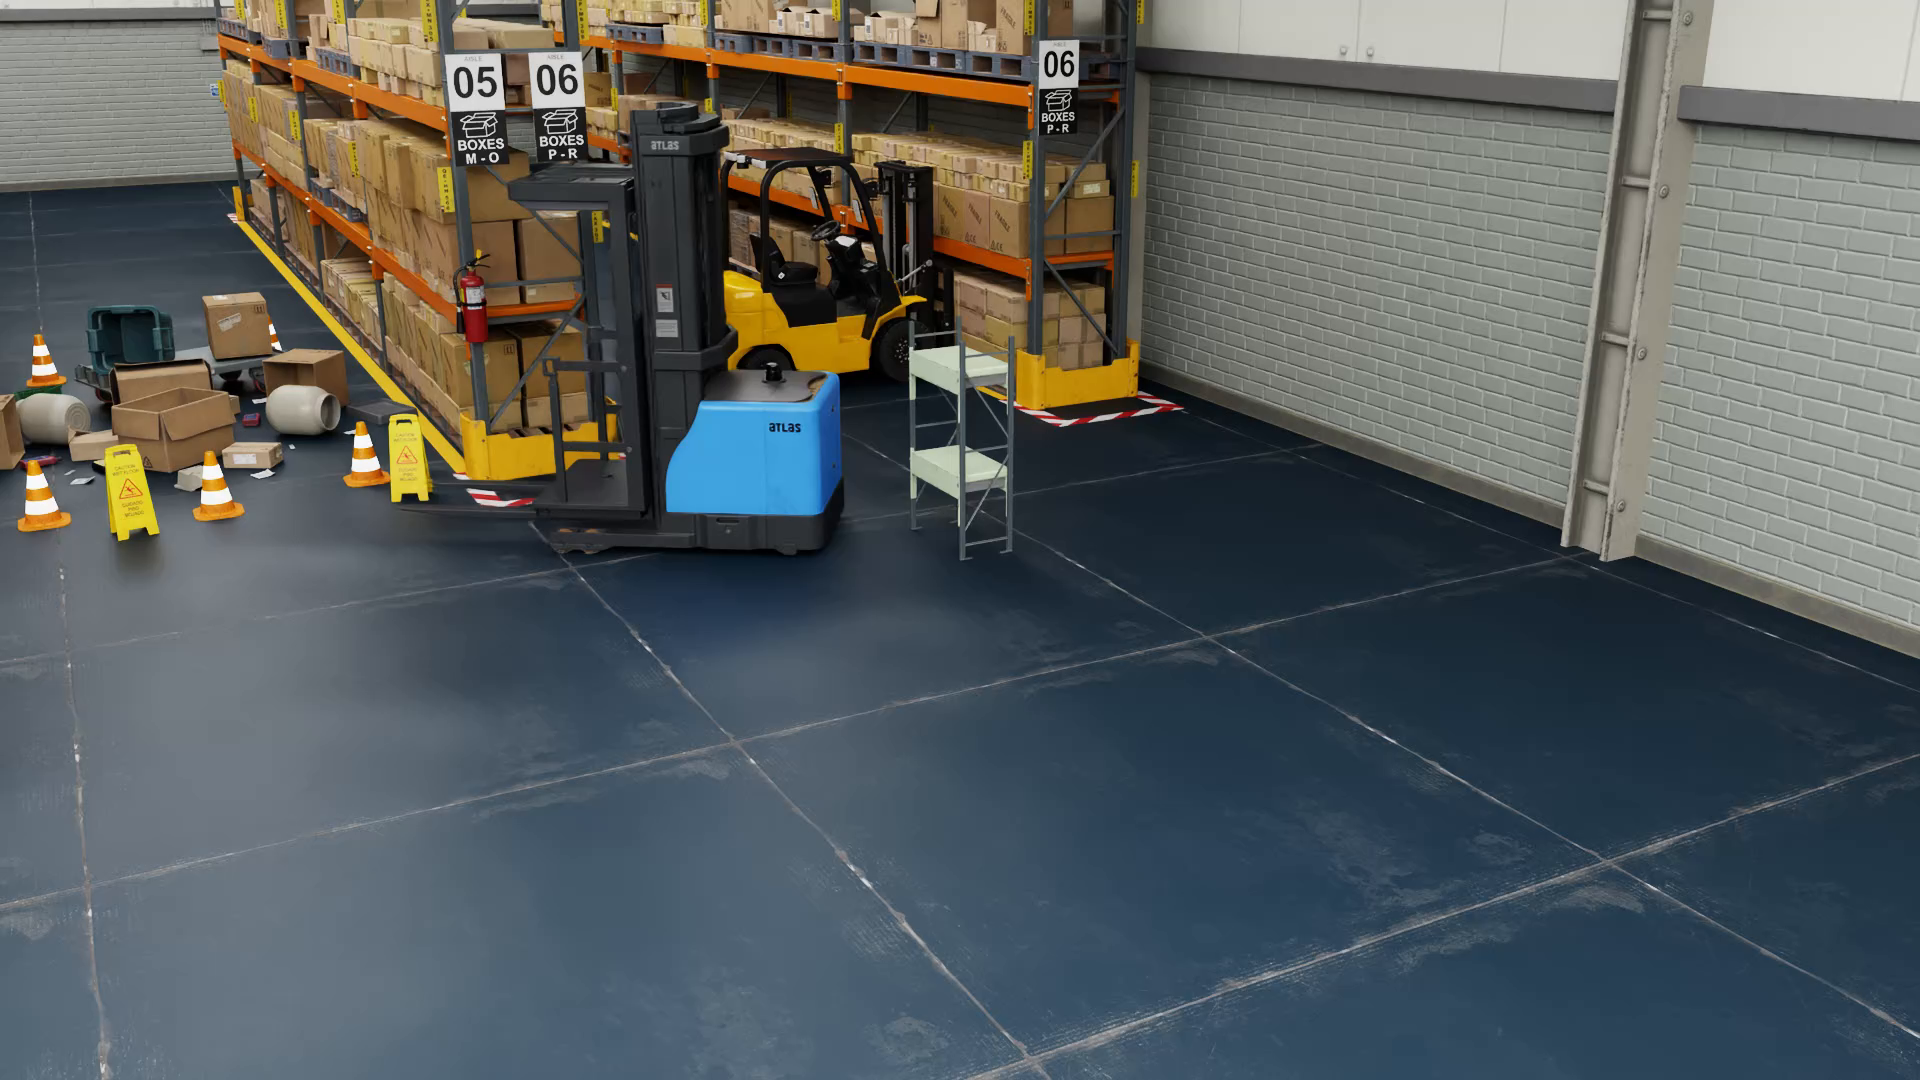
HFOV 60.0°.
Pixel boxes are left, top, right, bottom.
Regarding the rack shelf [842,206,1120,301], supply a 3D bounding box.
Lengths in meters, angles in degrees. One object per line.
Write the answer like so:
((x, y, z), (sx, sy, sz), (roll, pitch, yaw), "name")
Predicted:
((0.129, -2.968, 16.738), (1.077, 0.370, 4.000), (-10, 21, -27), "rack shelf")

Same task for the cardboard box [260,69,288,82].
((-9.443, -6.367, 22.805), (0.380, 0.149, 0.250), (-9, 21, -25), "cardboard box")

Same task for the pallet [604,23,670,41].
((-4.372, -7.310, 23.907), (1.213, 0.211, 1.003), (-10, 21, -27), "pallet")

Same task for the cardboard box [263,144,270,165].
((-9.010, -5.171, 22.249), (0.500, 0.250, 0.500), (-11, 22, -28), "cardboard box")

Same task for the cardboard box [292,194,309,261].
((-8.186, -4.180, 21.759), (0.875, 0.875, 0.875), (-9, 21, -25), "cardboard box")

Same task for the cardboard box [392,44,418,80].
((-4.257, -3.850, 13.365), (0.500, 0.250, 0.500), (-9, 21, -25), "cardboard box")

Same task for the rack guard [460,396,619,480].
((-3.324, -0.805, 13.197), (1.175, 0.500, 0.348), (-10, 21, -27), "rack guard")

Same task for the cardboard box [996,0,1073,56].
((0.654, -4.535, 14.625), (0.500, 0.500, 0.500), (-9, 21, -25), "cardboard box")

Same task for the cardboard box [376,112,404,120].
((-6.062, -4.528, 17.907), (0.380, 0.149, 0.250), (-11, 22, -29), "cardboard box")

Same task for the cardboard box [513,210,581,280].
((-3.269, -2.331, 13.179), (0.500, 0.500, 0.500), (-10, 22, -27), "cardboard box")

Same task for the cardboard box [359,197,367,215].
((-5.675, -3.297, 16.330), (0.380, 0.149, 0.250), (-10, 21, -26), "cardboard box")

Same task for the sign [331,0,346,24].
((-5.674, -4.874, 15.163), (0.100, 0.325, 0.005), (-10, 21, -27), "sign")

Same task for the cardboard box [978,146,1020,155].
((0.398, -3.807, 16.461), (0.380, 0.149, 0.250), (-10, 21, -26), "cardboard box")

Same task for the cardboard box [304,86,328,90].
((-8.301, -5.692, 21.843), (0.500, 0.500, 0.500), (-10, 21, -26), "cardboard box")

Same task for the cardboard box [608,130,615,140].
((-5.136, -6.184, 25.340), (0.380, 0.149, 0.250), (-9, 21, -25), "cardboard box")

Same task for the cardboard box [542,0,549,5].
((-6.530, -8.885, 27.191), (0.500, 0.250, 0.500), (-10, 22, -27), "cardboard box")

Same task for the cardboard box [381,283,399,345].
((-5.145, -2.155, 15.699), (0.500, 0.500, 0.500), (-9, 21, -24), "cardboard box")

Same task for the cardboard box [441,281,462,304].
((-3.872, -1.975, 13.143), (0.380, 0.149, 0.250), (-10, 22, -27), "cardboard box")

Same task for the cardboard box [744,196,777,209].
((-2.694, -4.552, 22.419), (0.380, 0.149, 0.250), (-9, 21, -24), "cardboard box")

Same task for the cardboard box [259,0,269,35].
((-8.179, -6.386, 20.143), (0.500, 0.500, 0.500), (-10, 21, -26), "cardboard box")

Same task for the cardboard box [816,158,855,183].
((-1.279, -4.149, 18.521), (0.500, 0.250, 0.500), (-10, 22, -28), "cardboard box")

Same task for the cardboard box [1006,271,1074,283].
((0.776, -2.416, 16.073), (0.500, 0.250, 0.500), (-10, 21, -27), "cardboard box")

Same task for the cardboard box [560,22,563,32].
((-6.160, -8.190, 26.554), (0.380, 0.149, 0.250), (-10, 21, -27), "cardboard box")

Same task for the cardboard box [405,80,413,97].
((-4.287, -3.695, 13.526), (0.380, 0.149, 0.250), (-11, 22, -28), "cardboard box")

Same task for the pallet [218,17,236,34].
((-10.525, -7.722, 24.949), (1.003, 0.211, 1.213), (-10, 21, -27), "pallet")

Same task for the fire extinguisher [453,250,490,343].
((-3.639, -1.824, 12.436), (0.296, 0.674, 0.183), (-10, 21, -27), "fire extinguisher")

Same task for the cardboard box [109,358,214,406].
((-6.802, -1.228, 14.210), (0.797, 0.637, 0.503), (-10, 21, -27), "cardboard box")

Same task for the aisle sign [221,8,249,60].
((-11.175, -7.762, 25.542), (0.394, 0.787, 0.004), (-10, 21, -27), "aisle sign")

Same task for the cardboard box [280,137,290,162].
((-8.049, -4.816, 20.454), (0.500, 0.250, 0.500), (-11, 22, -28), "cardboard box")

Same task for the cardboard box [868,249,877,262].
((-0.634, -2.918, 17.528), (0.500, 0.250, 0.500), (-10, 21, -27), "cardboard box")

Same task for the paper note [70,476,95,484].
((-6.827, -0.465, 12.936), (0.144, 0.017, 0.142), (-3, 19, -8), "paper note")

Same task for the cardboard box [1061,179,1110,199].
((1.146, -3.226, 15.233), (0.380, 0.149, 0.250), (-11, 22, -28), "cardboard box")

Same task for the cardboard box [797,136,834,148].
((-1.629, -4.505, 18.940), (0.380, 0.149, 0.250), (-11, 22, -28), "cardboard box")

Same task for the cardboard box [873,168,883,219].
((-0.578, -3.615, 17.356), (0.500, 0.500, 0.500), (-10, 21, -26), "cardboard box")

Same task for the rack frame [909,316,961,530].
((-0.171, -0.812, 11.686), (0.400, 1.500, 0.023), (-10, 21, -27), "rack frame")

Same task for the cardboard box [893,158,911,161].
((-0.454, -3.802, 16.903), (0.380, 0.149, 0.250), (-10, 22, -27), "cardboard box")

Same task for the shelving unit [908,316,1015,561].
((0.003, -0.707, 11.381), (0.431, 1.500, 0.755), (-10, 21, -27), "shelving unit")

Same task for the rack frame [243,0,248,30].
((-8.987, -8.245, 21.730), (1.000, 3.000, 0.127), (-10, 21, -27), "rack frame")

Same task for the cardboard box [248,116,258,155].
((-9.681, -5.697, 23.389), (0.500, 0.500, 0.500), (-11, 22, -28), "cardboard box")

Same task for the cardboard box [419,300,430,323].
((-4.372, -1.957, 14.133), (0.380, 0.149, 0.250), (-9, 21, -24), "cardboard box")

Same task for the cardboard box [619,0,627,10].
((-4.592, -7.566, 23.493), (0.380, 0.149, 0.250), (-10, 22, -28), "cardboard box")

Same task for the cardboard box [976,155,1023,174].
((0.377, -3.519, 15.627), (0.380, 0.149, 0.250), (-10, 21, -26), "cardboard box")

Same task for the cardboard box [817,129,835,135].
((-1.482, -4.815, 19.840), (0.380, 0.149, 0.250), (-10, 21, -26), "cardboard box")

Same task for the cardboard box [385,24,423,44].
((-4.466, -4.127, 13.557), (0.380, 0.149, 0.250), (-9, 21, -25), "cardboard box")

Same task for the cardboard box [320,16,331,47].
((-6.338, -5.294, 17.619), (0.797, 0.503, 0.637), (-10, 21, -27), "cardboard box")

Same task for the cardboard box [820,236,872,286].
((-1.079, -3.107, 19.032), (0.875, 0.625, 0.625), (-9, 21, -24), "cardboard box")

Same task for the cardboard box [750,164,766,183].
((-2.240, -4.503, 20.312), (0.500, 0.250, 0.500), (-11, 22, -28), "cardboard box")

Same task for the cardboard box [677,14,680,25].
((-3.540, -6.932, 22.141), (0.380, 0.149, 0.250), (-10, 21, -26), "cardboard box")

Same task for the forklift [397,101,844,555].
((-2.387, -1.459, 11.366), (3.031, 2.935, 1.130), (2, 19, 5), "forklift")

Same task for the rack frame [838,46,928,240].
((-0.821, -3.883, 18.285), (1.000, 3.000, 0.127), (-10, 21, -27), "rack frame")

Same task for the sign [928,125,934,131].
((-0.333, -4.416, 18.381), (0.100, 0.325, 0.005), (-10, 21, -27), "sign")

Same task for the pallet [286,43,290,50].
((-8.508, -6.481, 21.510), (0.805, 0.209, 1.217), (-11, 22, -29), "pallet")
